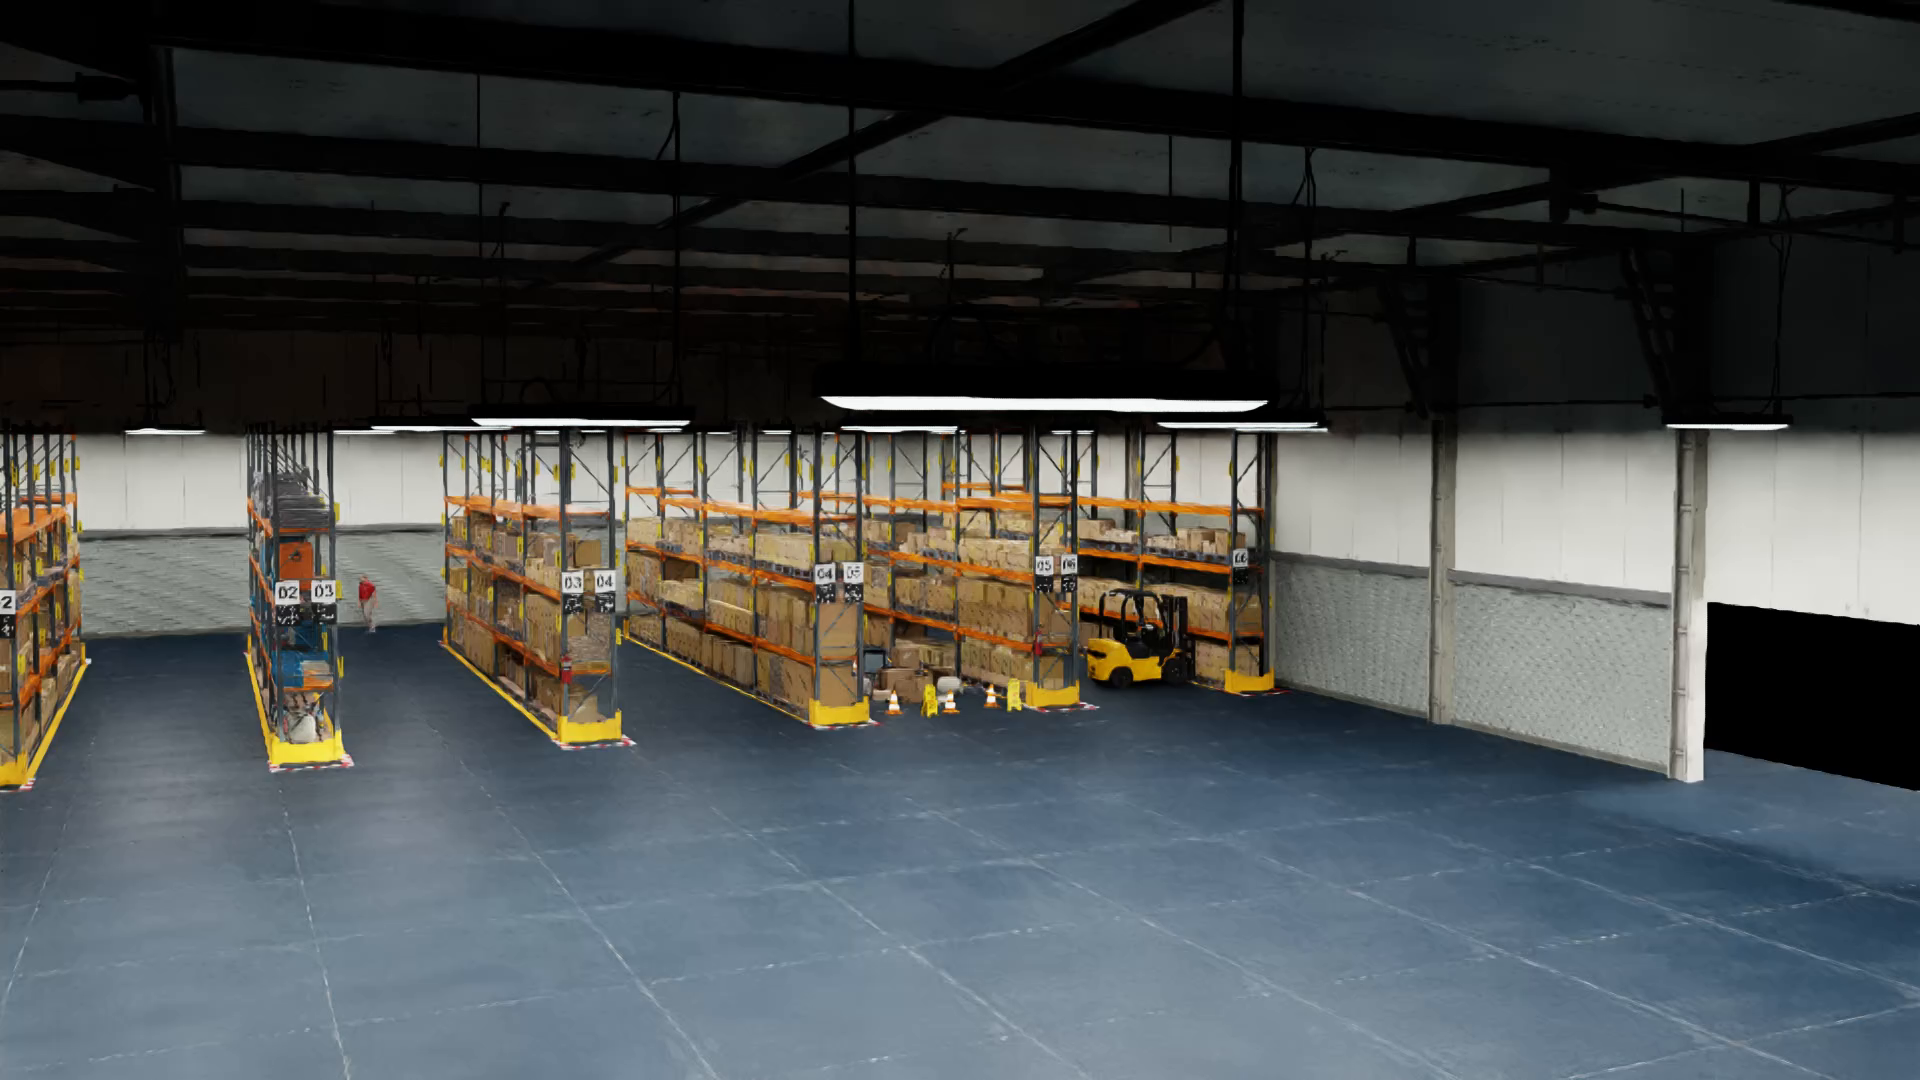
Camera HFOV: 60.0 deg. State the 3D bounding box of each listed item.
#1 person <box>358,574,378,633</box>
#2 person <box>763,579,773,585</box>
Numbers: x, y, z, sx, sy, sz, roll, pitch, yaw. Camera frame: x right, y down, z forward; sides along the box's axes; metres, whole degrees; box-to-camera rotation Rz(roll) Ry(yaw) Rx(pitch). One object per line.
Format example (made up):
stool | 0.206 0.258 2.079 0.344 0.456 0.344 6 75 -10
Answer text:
person | -17.222 1.832 48.360 0.660 1.712 0.483 2 4 33
person | -5.387 1.896 46.832 0.572 1.769 0.643 -1 4 -10
